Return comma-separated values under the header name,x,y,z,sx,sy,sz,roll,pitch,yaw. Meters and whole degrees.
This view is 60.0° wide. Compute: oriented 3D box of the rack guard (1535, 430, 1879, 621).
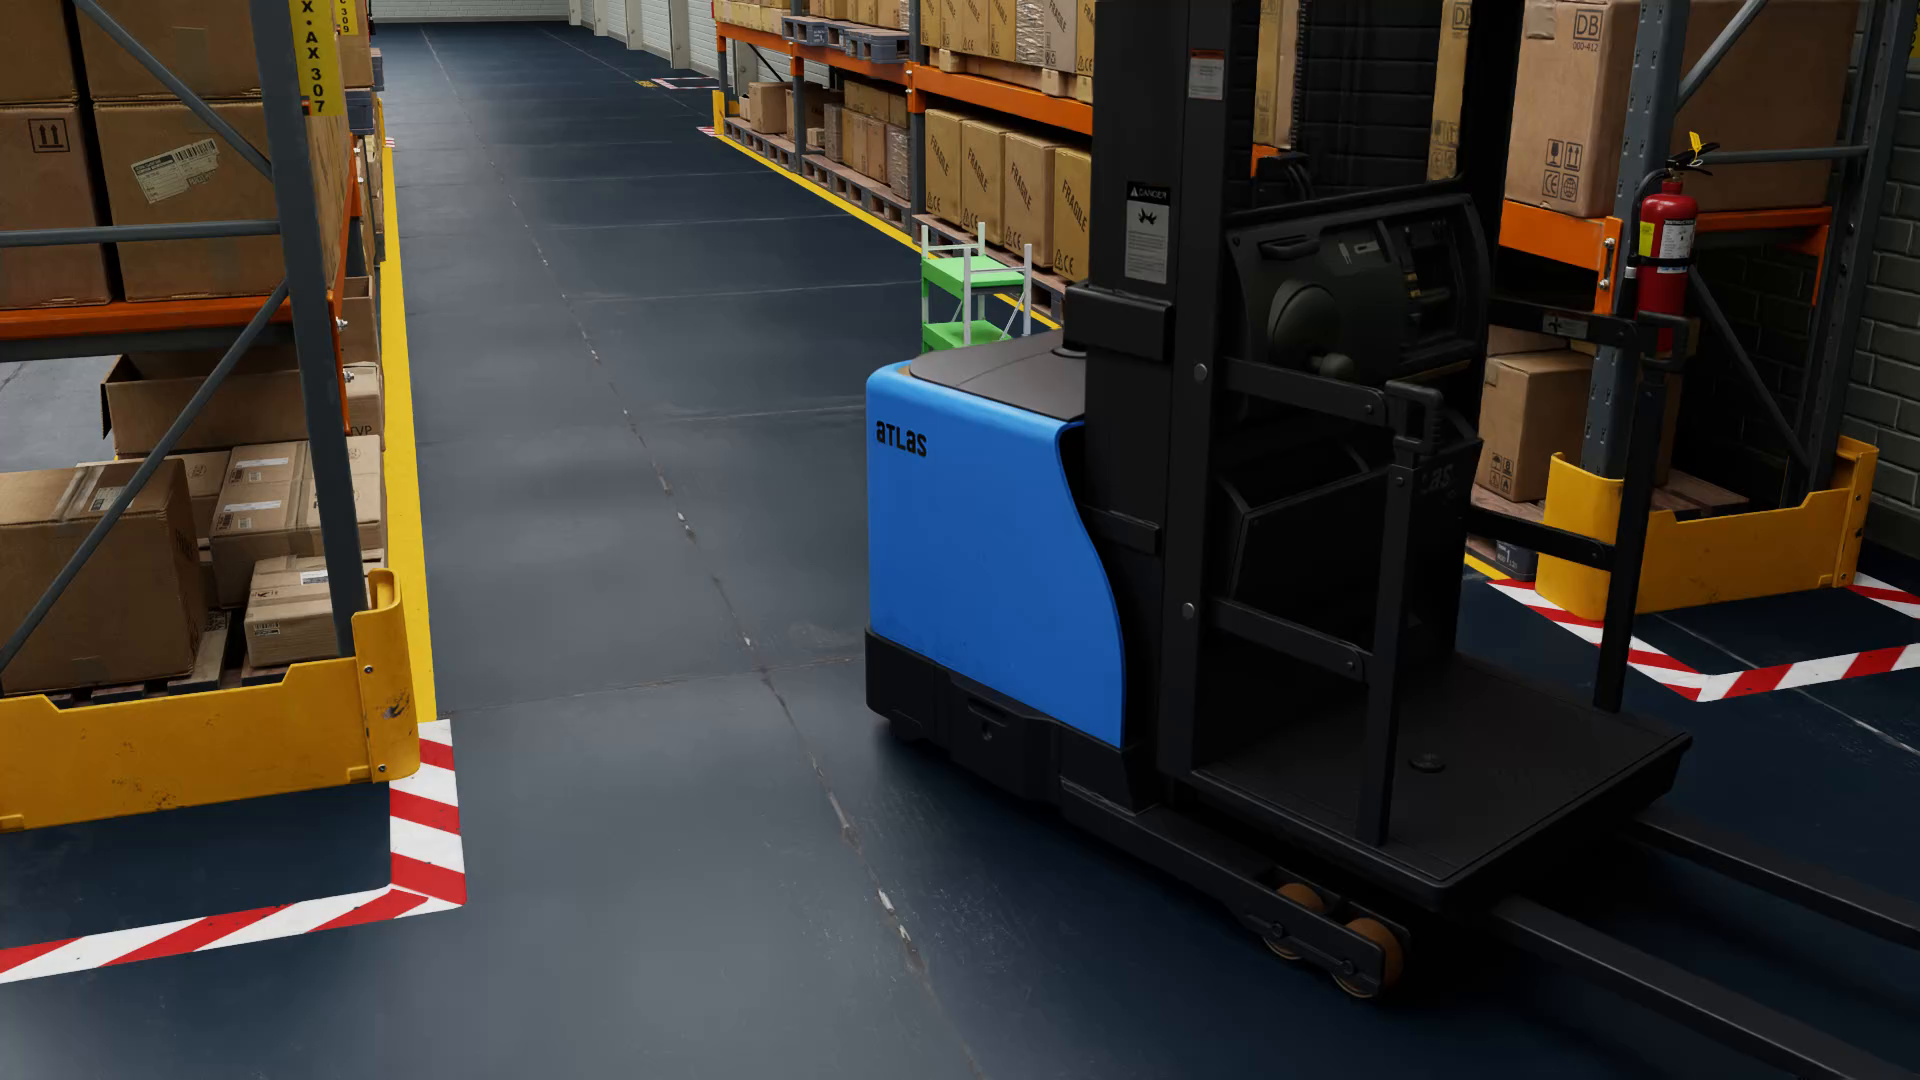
name,x,y,z,sx,sy,sz,roll,pitch,yaw
rack guard,2.632,-0.070,5.872,1.175,0.500,0.348,-6,21,-17

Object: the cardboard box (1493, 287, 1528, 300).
name,x,y,z,sx,sy,sz,roll,pitch,yaw
cardboard box,2.016,-0.898,6.597,0.380,0.149,0.250,-6,21,-16

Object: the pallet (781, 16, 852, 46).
name,x,y,z,sx,sy,sz,roll,pitch,yaw
pallet,-1.045,-4.754,15.498,1.003,0.211,1.213,-6,21,-17

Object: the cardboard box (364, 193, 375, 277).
name,x,y,z,sx,sy,sz,roll,pitch,yaw
cardboard box,-3.912,-1.883,10.269,0.500,0.500,0.500,-7,21,-19

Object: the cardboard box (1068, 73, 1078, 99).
name,x,y,z,sx,sy,sz,roll,pitch,yaw
cardboard box,0.852,-2.674,9.765,0.380,0.149,0.250,-6,21,-16

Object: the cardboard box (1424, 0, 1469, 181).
name,x,y,z,sx,sy,sz,roll,pitch,yaw
cardboard box,2.216,-1.790,6.519,0.980,0.700,0.700,-7,21,-18

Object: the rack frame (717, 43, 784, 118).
name,x,y,z,sx,sy,sz,roll,pitch,yaw
rack frame,-2.404,-6.389,19.766,1.000,3.000,0.127,-6,21,-17

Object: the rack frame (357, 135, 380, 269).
name,x,y,z,sx,sy,sz,roll,pitch,yaw
rack frame,-4.591,-3.294,11.149,1.000,3.000,0.127,-6,21,-17

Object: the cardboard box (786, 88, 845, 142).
name,x,y,z,sx,sy,sz,roll,pitch,yaw
cardboard box,-1.511,-4.464,17.455,0.500,0.500,0.500,-8,21,-21

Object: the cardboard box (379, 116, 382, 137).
name,x,y,z,sx,sy,sz,roll,pitch,yaw
cardboard box,-6.329,-4.304,17.410,0.500,0.250,0.500,-6,21,-17

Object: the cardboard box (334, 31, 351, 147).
name,x,y,z,sx,sy,sz,roll,pitch,yaw
cardboard box,-2.933,-1.924,7.188,0.500,0.500,0.500,-6,21,-16

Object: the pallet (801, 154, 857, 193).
name,x,y,z,sx,sy,sz,roll,pitch,yaw
pallet,-0.901,-3.543,15.968,1.003,0.211,1.213,-6,21,-17

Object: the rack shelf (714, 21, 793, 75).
name,x,y,z,sx,sy,sz,roll,pitch,yaw
rack shelf,-1.775,-5.408,18.100,1.077,0.370,4.000,-6,21,-17

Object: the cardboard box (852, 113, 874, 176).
name,x,y,z,sx,sy,sz,roll,pitch,yaw
cardboard box,-0.568,-3.573,14.973,0.700,0.500,0.500,-6,21,-17

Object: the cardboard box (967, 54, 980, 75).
name,x,y,z,sx,sy,sz,roll,pitch,yaw
cardboard box,0.264,-3.339,11.616,0.380,0.149,0.250,-7,21,-18

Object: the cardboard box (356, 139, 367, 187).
name,x,y,z,sx,sy,sz,roll,pitch,yaw
cardboard box,-4.053,-2.385,10.556,0.500,0.250,0.500,-6,20,-15

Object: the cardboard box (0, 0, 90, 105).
name,x,y,z,sx,sy,sz,roll,pitch,yaw
cardboard box,-2.478,-1.358,4.132,0.500,0.500,0.500,-7,21,-18

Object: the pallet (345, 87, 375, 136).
name,x,y,z,sx,sy,sz,roll,pitch,yaw
pallet,-3.481,-2.188,8.354,1.003,0.211,1.213,-6,21,-17

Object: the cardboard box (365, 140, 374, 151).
name,x,y,z,sx,sy,sz,roll,pitch,yaw
cardboard box,-4.650,-2.828,12.470,0.500,0.311,0.500,-7,21,-19

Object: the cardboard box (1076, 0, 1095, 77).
name,x,y,z,sx,sy,sz,roll,pitch,yaw
cardboard box,0.983,-2.856,9.312,0.500,0.500,0.500,-7,21,-18

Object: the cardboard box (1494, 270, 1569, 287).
name,x,y,z,sx,sy,sz,roll,pitch,yaw
cardboard box,2.301,-1.019,6.932,0.380,0.149,0.250,-6,21,-17

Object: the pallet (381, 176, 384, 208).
name,x,y,z,sx,sy,sz,roll,pitch,yaw
pallet,-5.580,-3.033,14.548,1.003,0.211,1.213,-6,21,-17

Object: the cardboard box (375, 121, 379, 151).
name,x,y,z,sx,sy,sz,roll,pitch,yaw
cardboard box,-5.279,-3.479,14.282,0.500,0.311,0.500,-6,21,-16

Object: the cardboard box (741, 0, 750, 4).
name,x,y,z,sx,sy,sz,roll,pitch,yaw
cardboard box,-2.064,-6.005,17.780,0.500,0.500,0.500,-6,21,-16

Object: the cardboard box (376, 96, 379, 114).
name,x,y,z,sx,sy,sz,roll,pitch,yaw
cardboard box,-6.170,-4.497,16.837,0.500,0.500,0.500,-6,21,-17

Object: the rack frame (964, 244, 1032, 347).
name,x,y,z,sx,sy,sz,roll,pitch,yaw
rack frame,0.129,-0.433,5.848,0.240,1.200,0.015,-6,21,-17

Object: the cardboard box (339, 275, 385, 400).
name,x,y,z,sx,sy,sz,roll,pitch,yaw
cardboard box,-2.885,-0.888,7.499,0.500,0.500,0.500,-6,21,-17

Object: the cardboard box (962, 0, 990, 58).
name,x,y,z,sx,sy,sz,roll,pitch,yaw
cardboard box,0.331,-3.506,11.123,0.500,0.500,0.500,-6,21,-17

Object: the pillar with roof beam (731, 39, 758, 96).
name,x,y,z,sx,sy,sz,roll,pitch,yaw
pillar with roof beam,-7.336,-10.547,22.469,9.100,9.000,0.400,-6,21,-17

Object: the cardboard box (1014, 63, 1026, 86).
name,x,y,z,sx,sy,sz,roll,pitch,yaw
cardboard box,0.562,-3.006,10.690,0.380,0.149,0.250,-6,21,-15

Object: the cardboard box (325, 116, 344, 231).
name,x,y,z,sx,sy,sz,roll,pitch,yaw
cardboard box,-2.288,-1.270,5.368,0.500,0.500,0.500,-6,21,-17

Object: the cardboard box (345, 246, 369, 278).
name,x,y,z,sx,sy,sz,roll,pitch,yaw
cardboard box,-3.255,-1.222,8.428,0.500,0.500,0.500,-7,21,-20

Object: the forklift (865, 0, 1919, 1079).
name,x,y,z,sx,sy,sz,roll,pitch,yaw
forklift,1.075,-0.574,3.679,1.130,2.935,3.031,-17,26,-38

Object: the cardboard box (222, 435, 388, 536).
name,x,y,z,sx,sy,sz,roll,pitch,yaw
cardboard box,-2.293,-0.165,5.855,0.500,0.250,0.500,-6,21,-17

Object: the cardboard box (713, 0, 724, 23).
name,x,y,z,sx,sy,sz,roll,pitch,yaw
cardboard box,-2.552,-6.137,19.258,0.500,0.250,0.500,-7,21,-19

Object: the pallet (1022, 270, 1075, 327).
name,x,y,z,sx,sy,sz,roll,pitch,yaw
pallet,1.054,-1.465,10.183,1.003,0.211,1.213,-6,21,-17

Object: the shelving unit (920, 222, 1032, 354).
name,x,y,z,sx,sy,sz,roll,pitch,yaw
shelving unit,0.052,-0.512,6.066,0.258,1.200,0.503,-6,21,-17

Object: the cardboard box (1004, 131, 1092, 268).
name,x,y,z,sx,sy,sz,roll,pitch,yaw
cardboard box,0.758,-2.203,10.672,0.750,0.750,0.750,-6,21,-16

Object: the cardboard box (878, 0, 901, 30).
name,x,y,z,sx,sy,sz,roll,pitch,yaw
cardboard box,-0.248,-4.402,13.435,0.700,0.500,0.500,-8,21,-22

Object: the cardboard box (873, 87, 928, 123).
name,x,y,z,sx,sy,sz,roll,pitch,yaw
cardboard box,-0.451,-3.784,14.453,0.500,0.250,0.500,-6,21,-17

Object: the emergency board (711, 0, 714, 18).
name,x,y,z,sx,sy,sz,roll,pitch,yaw
emergency board,-3.989,-8.978,26.976,0.194,1.169,0.643,-6,21,-17

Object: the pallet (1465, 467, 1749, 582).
name,x,y,z,sx,sy,sz,roll,pitch,yaw
pallet,2.299,-0.190,6.633,1.003,0.211,1.213,-6,21,-17

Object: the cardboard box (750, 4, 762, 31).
name,x,y,z,sx,sy,sz,roll,pitch,yaw
cardboard box,-1.905,-5.484,17.440,0.500,0.250,0.500,-7,21,-18

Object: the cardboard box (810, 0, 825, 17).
name,x,y,z,sx,sy,sz,roll,pitch,yaw
cardboard box,-1.019,-5.192,15.636,0.700,0.500,0.500,-6,21,-17

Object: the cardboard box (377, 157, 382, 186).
name,x,y,z,sx,sy,sz,roll,pitch,yaw
cardboard box,-5.124,-3.052,13.923,0.500,0.250,0.500,-6,21,-16
